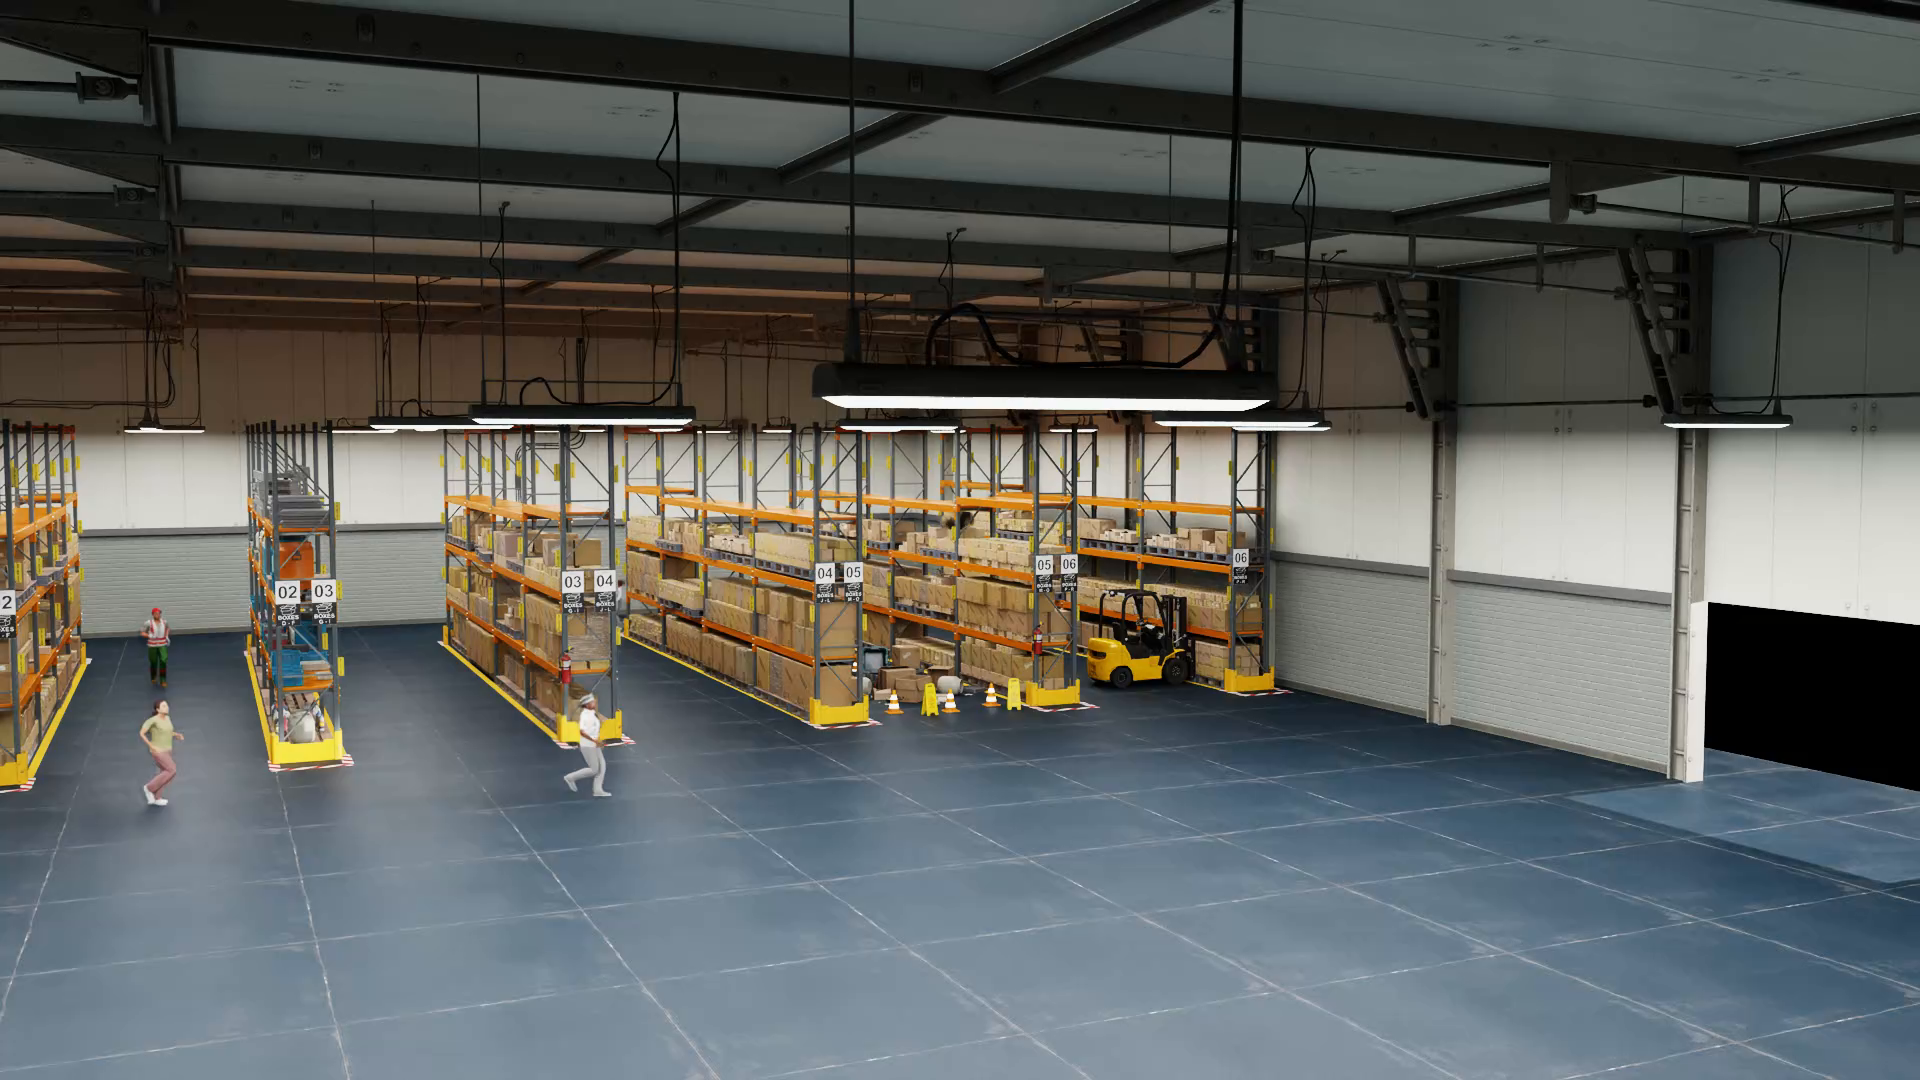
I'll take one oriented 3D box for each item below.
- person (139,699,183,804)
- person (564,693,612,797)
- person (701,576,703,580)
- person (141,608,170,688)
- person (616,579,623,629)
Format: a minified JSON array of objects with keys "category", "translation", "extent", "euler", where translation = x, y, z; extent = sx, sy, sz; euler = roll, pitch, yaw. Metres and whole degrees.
[{"category":"person","translation":[-12.367,3.287,25.843],"extent":[0.538,1.636,0.565],"euler":[0,4,5]},{"category":"person","translation":[-5.883,3.242,26.282],"extent":[0.727,1.663,0.593],"euler":[0,4,-6]},{"category":"person","translation":[-7.547,1.877,48.333],"extent":[0.670,1.668,0.594],"euler":[-2,4,-28]},{"category":"person","translation":[-18.368,2.455,37.995],"extent":[0.639,1.831,0.807],"euler":[-3,4,-35]},{"category":"person","translation":[-10.143,1.900,48.876],"extent":[0.487,1.522,0.645],"euler":[-1,4,-12]}]
